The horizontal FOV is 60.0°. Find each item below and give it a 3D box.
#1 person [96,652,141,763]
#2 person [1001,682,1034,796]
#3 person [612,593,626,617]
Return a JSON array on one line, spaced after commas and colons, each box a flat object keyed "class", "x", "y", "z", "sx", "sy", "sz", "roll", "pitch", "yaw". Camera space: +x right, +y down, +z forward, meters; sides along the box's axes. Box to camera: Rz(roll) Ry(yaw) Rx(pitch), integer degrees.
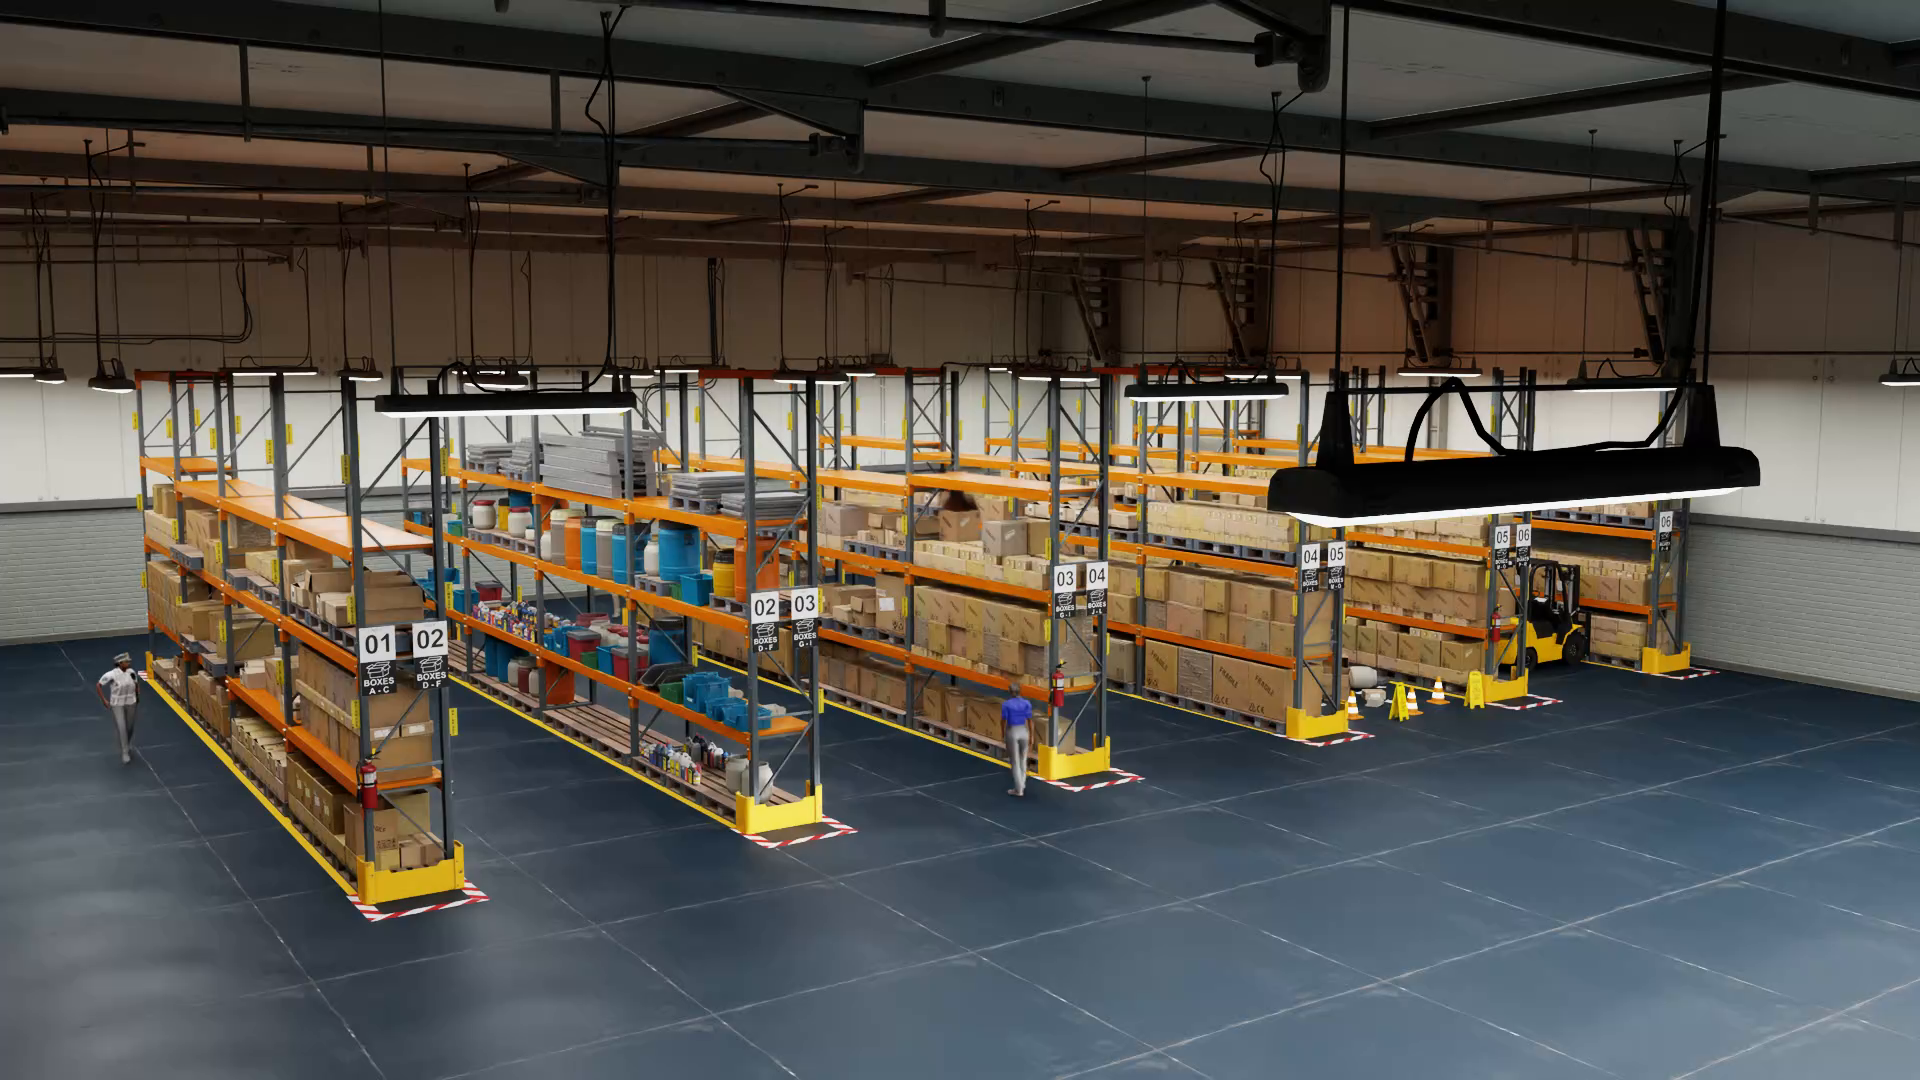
[{"class": "person", "x": -13.059, "y": 2.562, "z": 25.834, "sx": 0.602, "sy": 1.645, "sz": 1.028, "roll": -4, "pitch": 8, "yaw": -33}, {"class": "person", "x": 0.801, "y": 2.856, "z": 23.854, "sx": 0.446, "sy": 1.706, "sz": 0.633, "roll": -2, "pitch": 7, "yaw": -15}, {"class": "person", "x": -8.147, "y": 0.966, "z": 39.910, "sx": 0.541, "sy": 1.716, "sz": 0.676, "roll": 1, "pitch": 6, "yaw": 5}]
